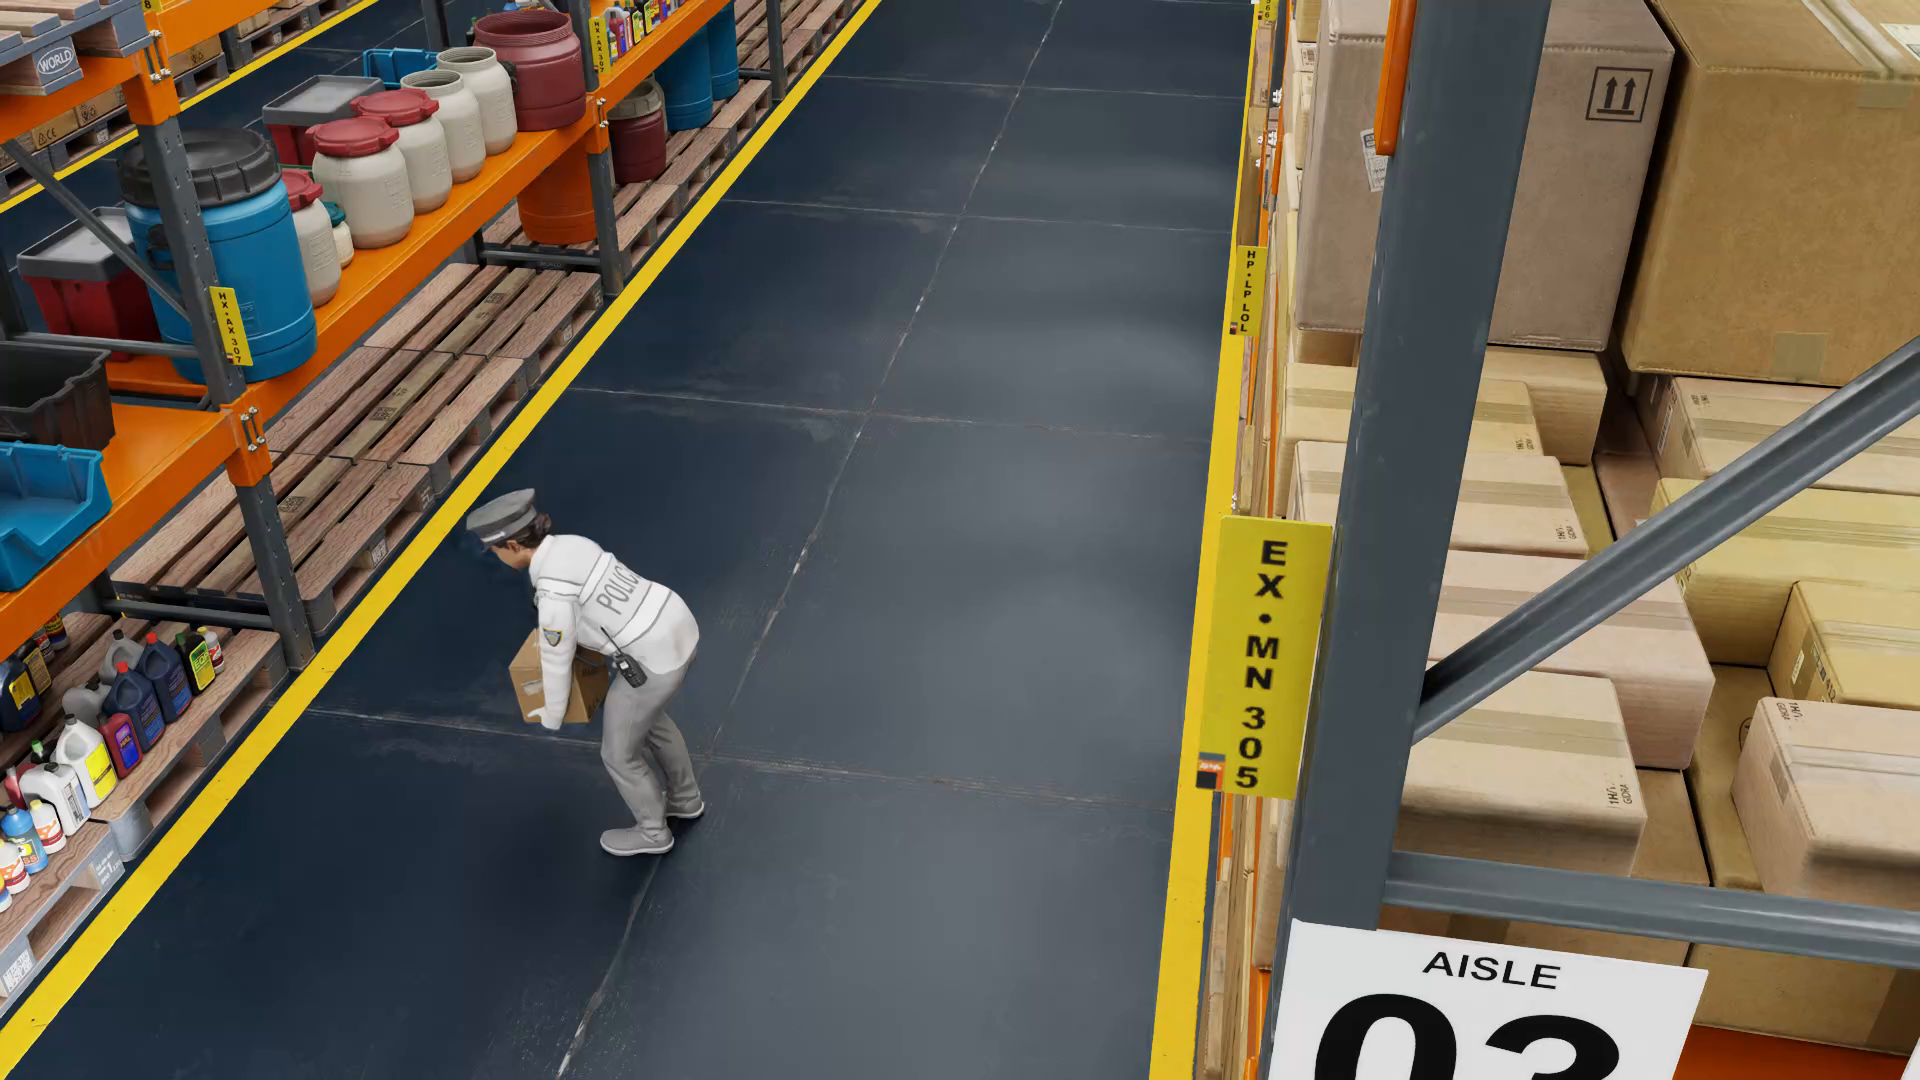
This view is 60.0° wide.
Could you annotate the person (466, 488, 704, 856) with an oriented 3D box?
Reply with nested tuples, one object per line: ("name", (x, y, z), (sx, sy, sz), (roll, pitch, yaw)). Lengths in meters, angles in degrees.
("person", (-1.321, 0.493, 6.041), (0.758, 1.483, 0.409), (5, 33, 7))
